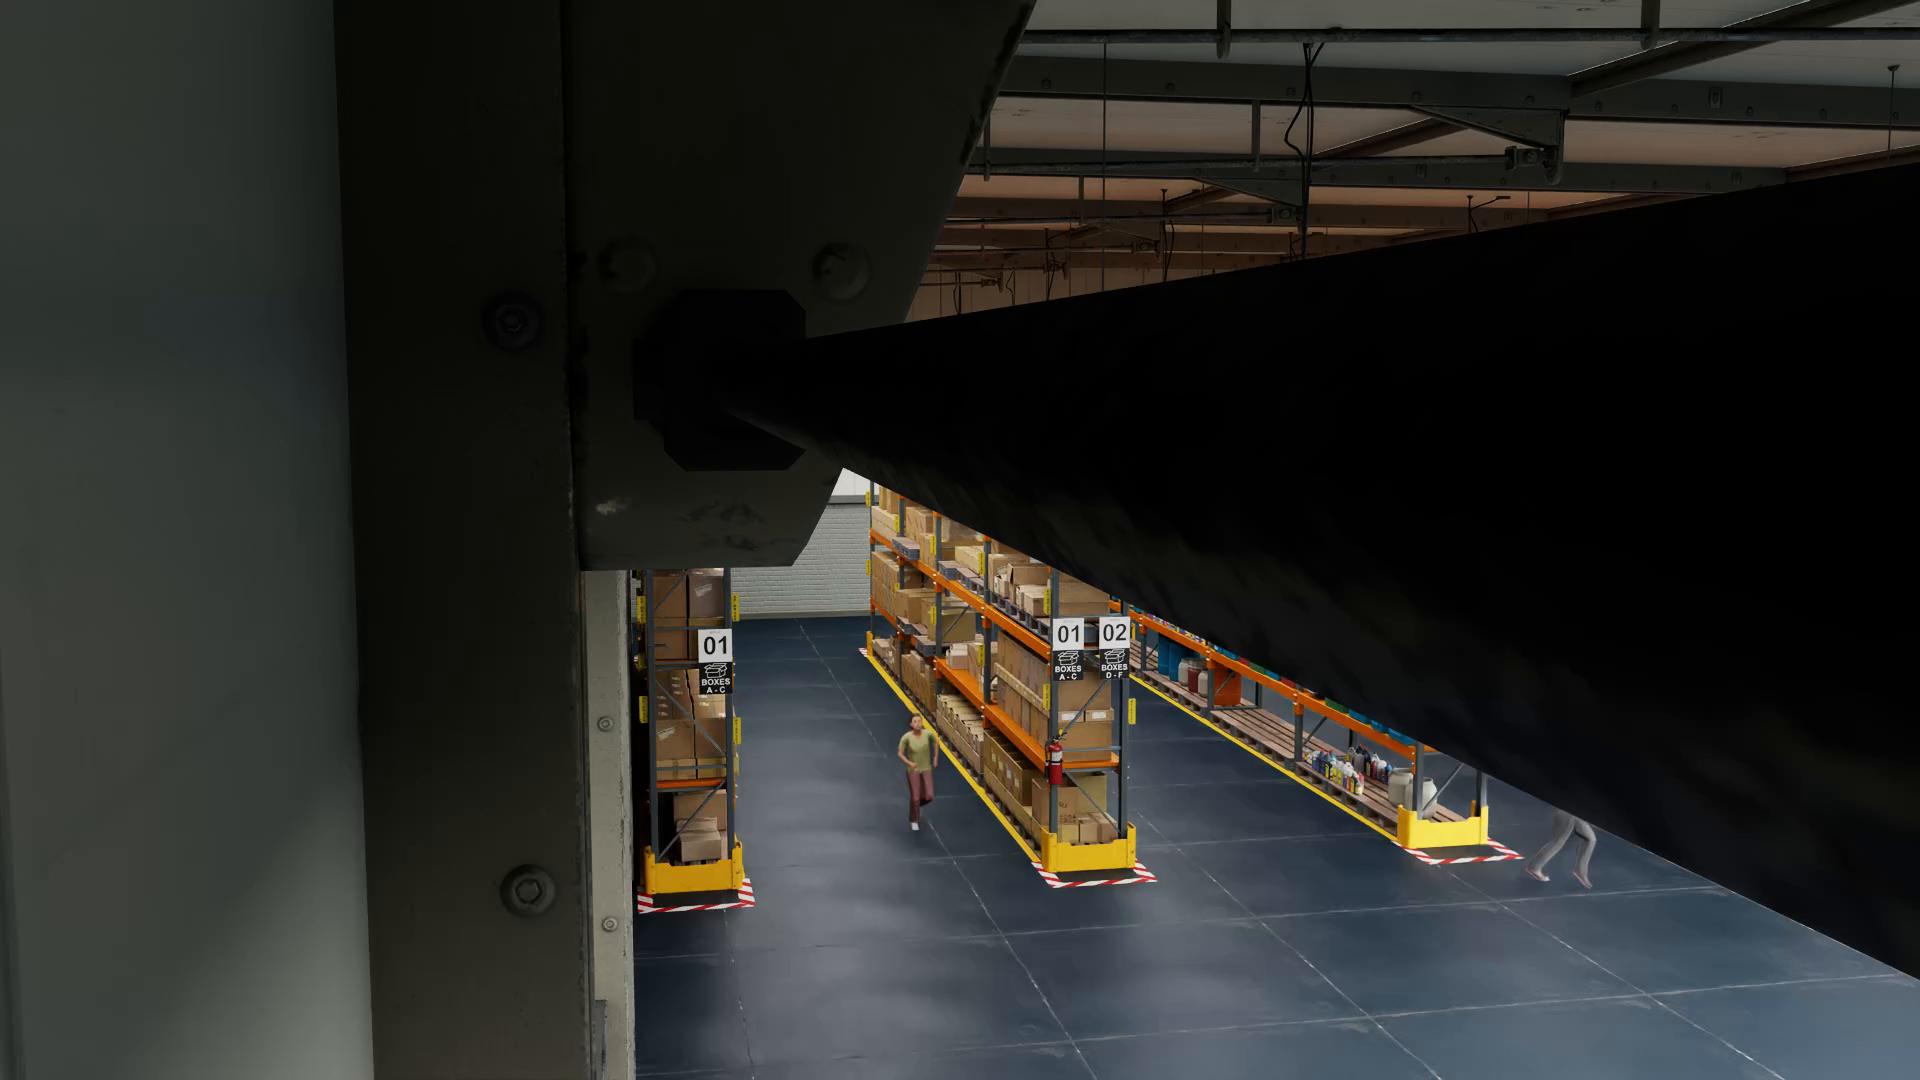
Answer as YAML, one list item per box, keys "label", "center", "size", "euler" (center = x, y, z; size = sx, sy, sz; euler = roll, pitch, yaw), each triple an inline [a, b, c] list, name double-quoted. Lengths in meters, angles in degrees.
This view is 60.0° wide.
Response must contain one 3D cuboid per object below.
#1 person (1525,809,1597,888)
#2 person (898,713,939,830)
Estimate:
- label: "person"
  center: [7.400, 3.409, 20.275]
  size: [0.884, 1.686, 0.584]
  euler: [3, 7, 27]
- label: "person"
  center: [-0.552, 3.162, 22.713]
  size: [0.602, 1.631, 0.598]
  euler: [-1, 6, -14]
